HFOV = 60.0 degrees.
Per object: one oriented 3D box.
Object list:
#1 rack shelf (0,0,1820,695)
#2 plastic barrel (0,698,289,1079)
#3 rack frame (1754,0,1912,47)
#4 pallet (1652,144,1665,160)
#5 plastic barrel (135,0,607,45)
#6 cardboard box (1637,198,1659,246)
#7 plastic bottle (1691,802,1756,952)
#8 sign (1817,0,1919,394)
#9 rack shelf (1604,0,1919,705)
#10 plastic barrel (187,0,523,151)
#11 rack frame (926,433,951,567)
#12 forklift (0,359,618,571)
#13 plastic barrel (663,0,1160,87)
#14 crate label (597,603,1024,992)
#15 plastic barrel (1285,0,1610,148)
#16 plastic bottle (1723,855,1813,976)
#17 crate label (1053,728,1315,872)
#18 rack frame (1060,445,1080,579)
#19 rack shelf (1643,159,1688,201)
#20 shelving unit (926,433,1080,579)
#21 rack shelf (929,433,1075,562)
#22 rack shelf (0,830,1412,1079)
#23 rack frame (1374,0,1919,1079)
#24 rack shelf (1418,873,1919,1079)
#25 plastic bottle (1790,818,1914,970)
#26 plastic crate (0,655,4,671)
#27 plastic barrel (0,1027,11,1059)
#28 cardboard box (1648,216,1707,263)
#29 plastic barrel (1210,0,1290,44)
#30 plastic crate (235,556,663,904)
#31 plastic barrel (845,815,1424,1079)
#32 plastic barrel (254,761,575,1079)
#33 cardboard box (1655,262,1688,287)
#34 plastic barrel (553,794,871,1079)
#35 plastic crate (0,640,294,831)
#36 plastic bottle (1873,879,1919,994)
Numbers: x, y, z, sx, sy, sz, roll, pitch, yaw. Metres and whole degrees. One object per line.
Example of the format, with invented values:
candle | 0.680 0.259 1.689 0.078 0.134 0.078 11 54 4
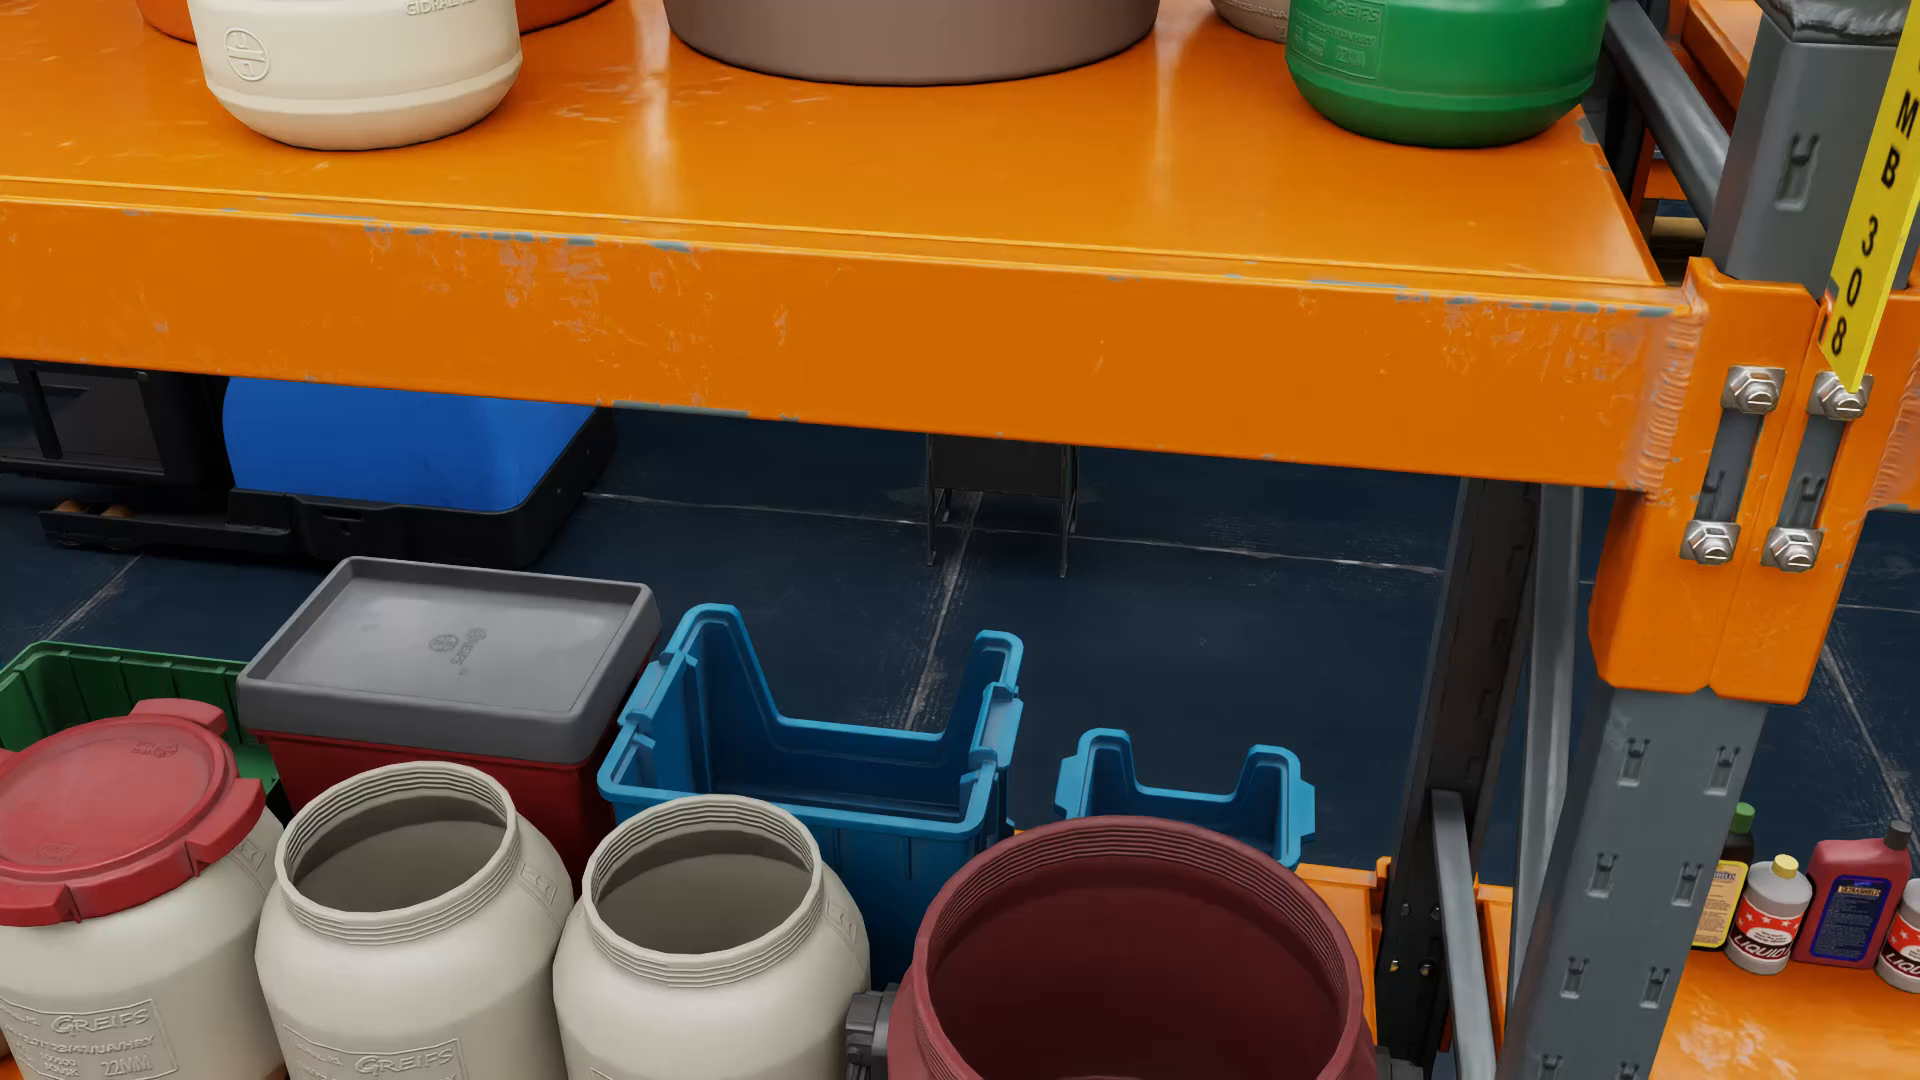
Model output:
rack shelf | -1.254 -0.471 2.026 4.000 0.370 1.077 5 32 8
plastic barrel | -1.169 0.564 2.394 0.433 0.535 0.433 0 32 0
rack frame | 0.718 -1.869 0.754 0.127 3.000 1.000 5 32 8
pallet | 2.235 -1.811 6.497 1.003 0.211 1.213 5 32 8
plastic barrel | -0.700 -1.025 1.828 0.708 0.830 0.600 5 32 8
cardboard box | 2.572 -1.398 6.890 0.500 0.250 0.500 6 33 10
plastic bottle | 1.188 0.536 2.676 0.133 0.283 0.061 5 32 8
sign | 0.632 -0.265 1.117 0.005 0.325 0.100 5 32 8
rack shelf | 2.689 -0.114 1.456 4.000 0.370 1.077 5 32 8
plastic barrel | -0.575 -0.530 1.573 0.301 0.262 0.301 0 32 0
rack frame | -0.077 -0.897 5.704 0.015 2.100 0.400 5 32 8
forklift | -2.951 -1.472 5.839 3.031 2.935 1.130 5 32 8
plastic barrel | -0.055 -0.997 1.716 0.600 0.901 0.600 0 32 0
crate label | -0.216 0.429 2.704 0.616 0.435 0.502 5 32 8
plastic barrel | 0.466 -0.527 1.584 0.294 0.245 0.294 0 32 0
plastic bottle | 1.299 0.591 2.666 0.097 0.201 0.097 0 32 0
crate label | 0.366 0.511 2.764 0.416 0.233 0.303 5 32 8
rack frame | 0.404 -0.853 5.634 0.015 2.100 0.400 5 32 8
rack shelf | 3.526 -1.433 6.390 4.000 0.370 1.077 5 32 8
shelving unit | 0.163 -0.875 5.669 0.503 2.100 0.431 5 32 8
rack shelf | 0.163 -0.270 6.048 0.480 0.518 0.431 5 32 8
rack shelf | -1.254 0.800 2.822 4.000 0.370 1.077 5 32 8
rack frame | 0.718 0.674 2.346 0.127 3.000 1.000 5 32 8
rack shelf | 2.689 1.157 2.252 4.000 0.370 1.077 5 32 8
plastic bottle | 1.416 0.557 2.643 0.133 0.283 0.061 5 32 8
plastic crate | -2.085 0.260 3.023 0.575 0.384 0.392 5 32 8
plastic barrel | -1.596 0.525 2.456 0.433 0.535 0.433 0 32 0
cardboard box | 3.026 -1.036 7.019 0.500 0.500 0.500 4 32 6
plastic barrel | 0.463 -0.833 1.821 0.421 0.512 0.421 0 32 0
plastic crate | -0.824 0.343 2.815 0.583 0.464 0.402 5 32 8
plastic barrel | 0.209 0.733 2.123 0.708 0.536 0.600 5 32 8
plastic barrel | -0.747 0.609 2.345 0.421 0.512 0.421 0 32 0
cardboard box | 2.966 -0.762 6.581 0.500 0.500 0.500 5 32 8
plastic barrel | -0.332 0.647 2.285 0.421 0.512 0.421 0 32 0
plastic crate | -1.461 0.415 2.960 0.662 0.188 0.450 5 32 8
plastic bottle | 1.526 0.612 2.633 0.097 0.201 0.097 0 32 0
